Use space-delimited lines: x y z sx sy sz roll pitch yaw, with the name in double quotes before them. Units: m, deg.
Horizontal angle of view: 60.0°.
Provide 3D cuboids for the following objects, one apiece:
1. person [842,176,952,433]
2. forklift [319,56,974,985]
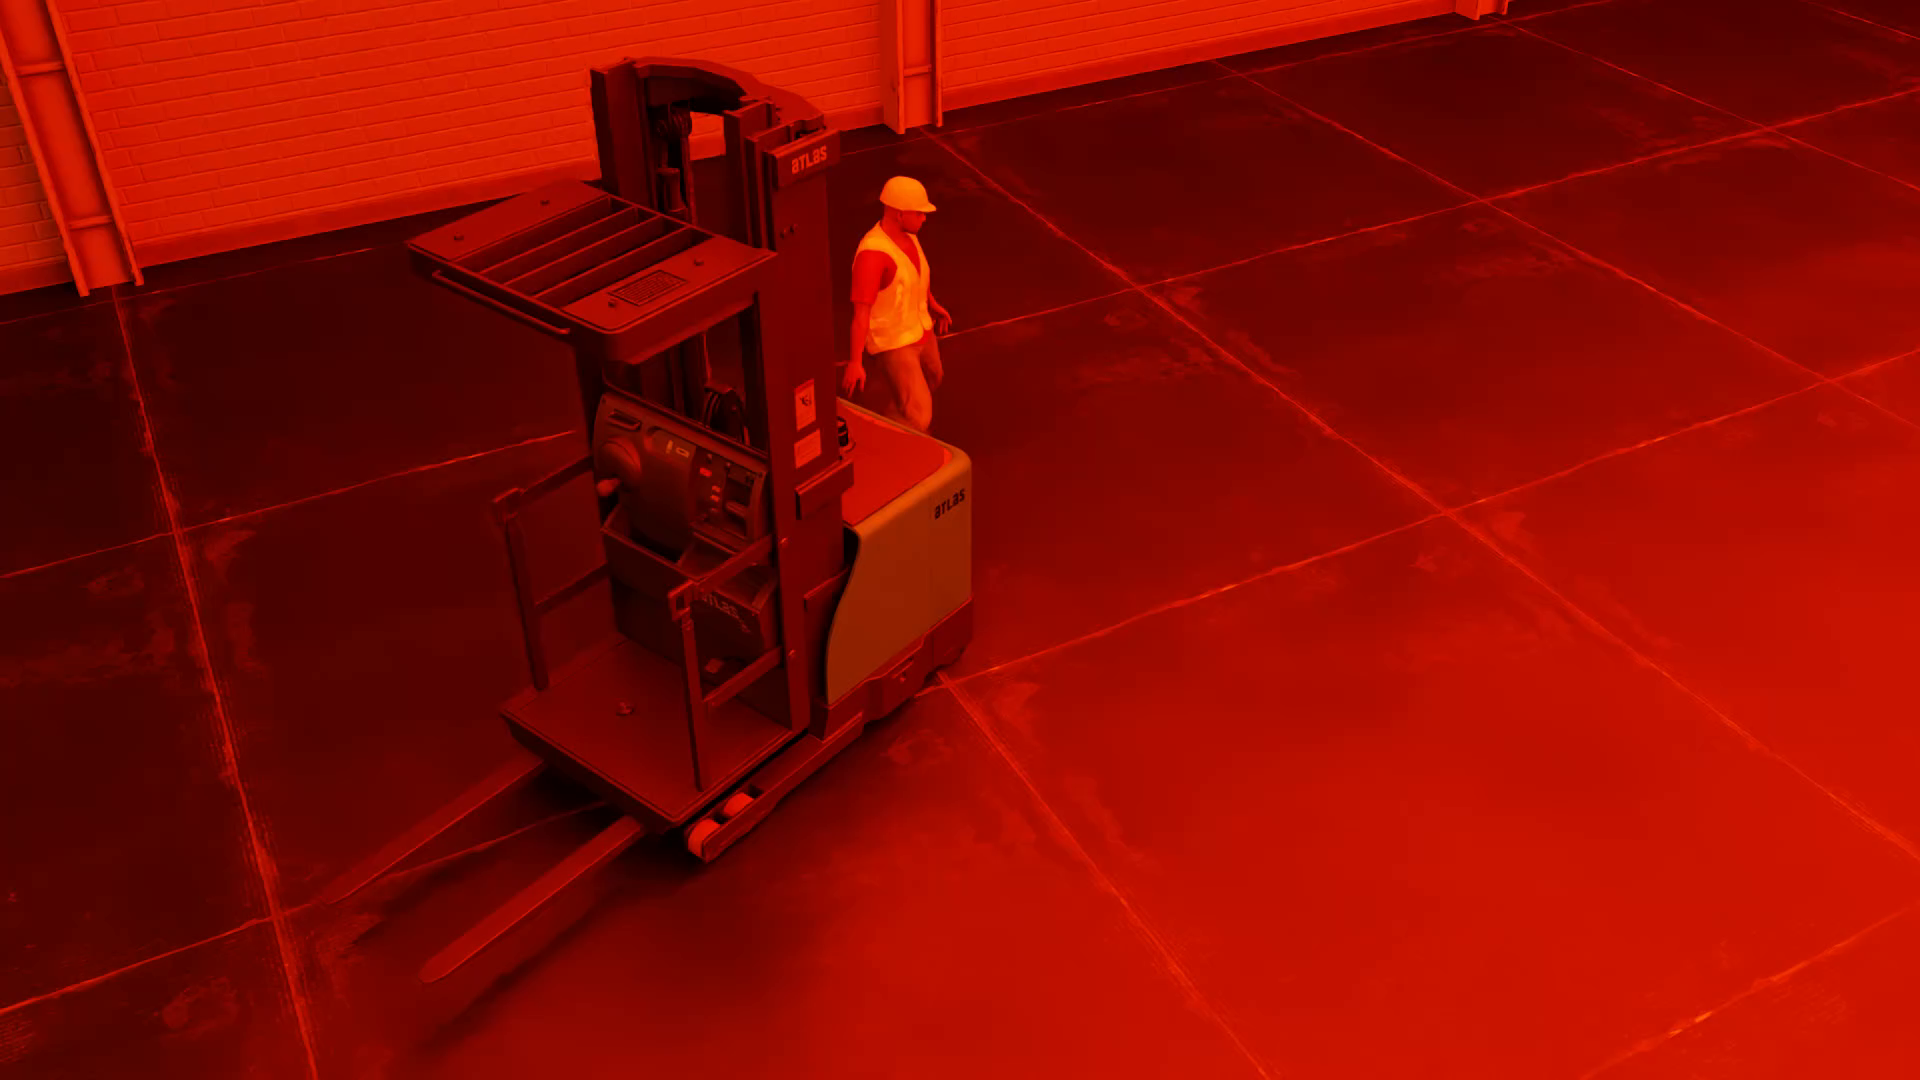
"person" -0.316 -1.087 8.762 0.507 1.672 0.954 13 37 18
"forklift" -1.244 -0.212 6.423 1.130 2.935 3.031 25 42 31
